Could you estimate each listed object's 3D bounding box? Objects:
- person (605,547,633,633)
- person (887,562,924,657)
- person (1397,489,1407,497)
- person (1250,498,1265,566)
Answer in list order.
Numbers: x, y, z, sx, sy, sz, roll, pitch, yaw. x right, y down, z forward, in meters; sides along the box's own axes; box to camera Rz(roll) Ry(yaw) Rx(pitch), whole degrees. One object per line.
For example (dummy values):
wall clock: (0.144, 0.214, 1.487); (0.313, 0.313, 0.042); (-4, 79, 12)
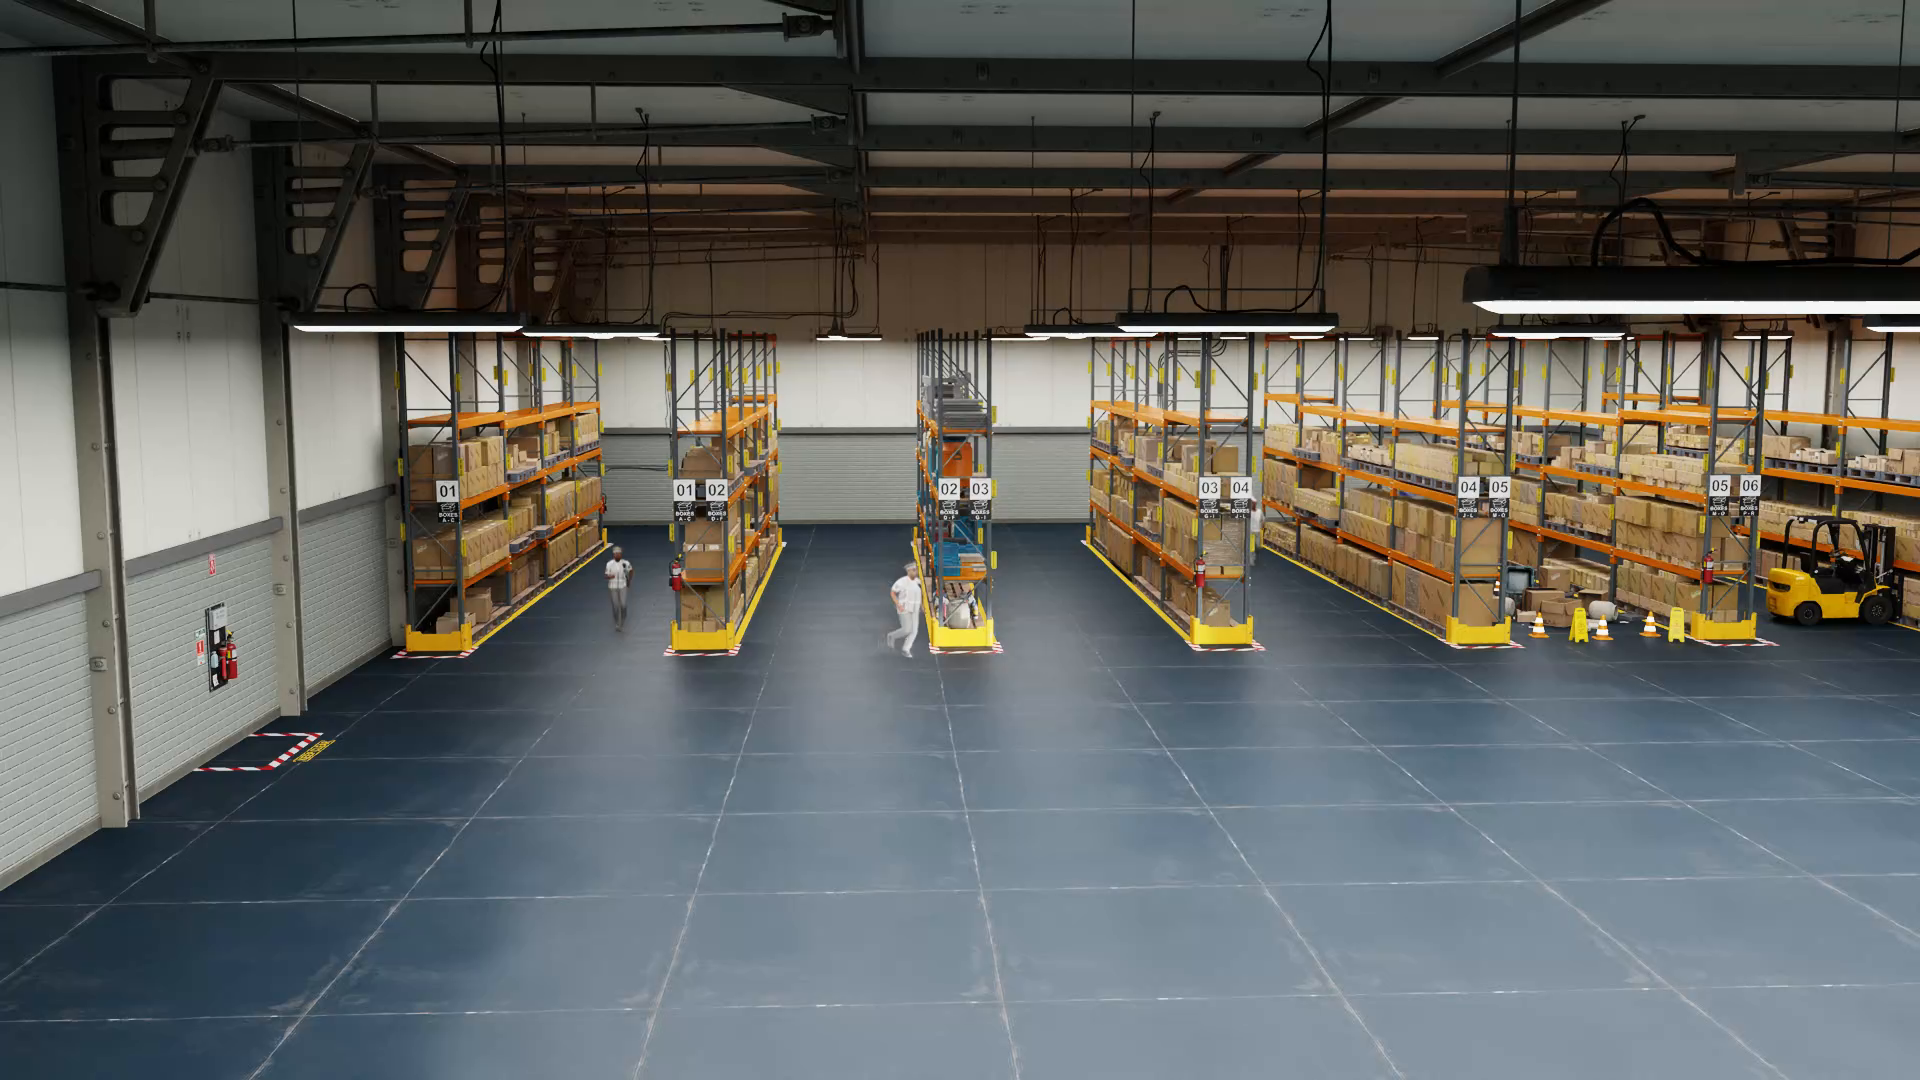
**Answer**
person: (-6.791, 0.993, 33.118); (0.553, 1.742, 0.681); (-1, 7, -9)
person: (-0.929, 1.265, 30.667); (0.705, 1.713, 0.666); (-5, 9, -39)
person: (13.175, -0.802, 49.447); (0.740, 1.497, 0.594); (0, 7, 1)
person: (7.561, -0.210, 43.015); (0.694, 1.744, 0.755); (0, 7, 0)
